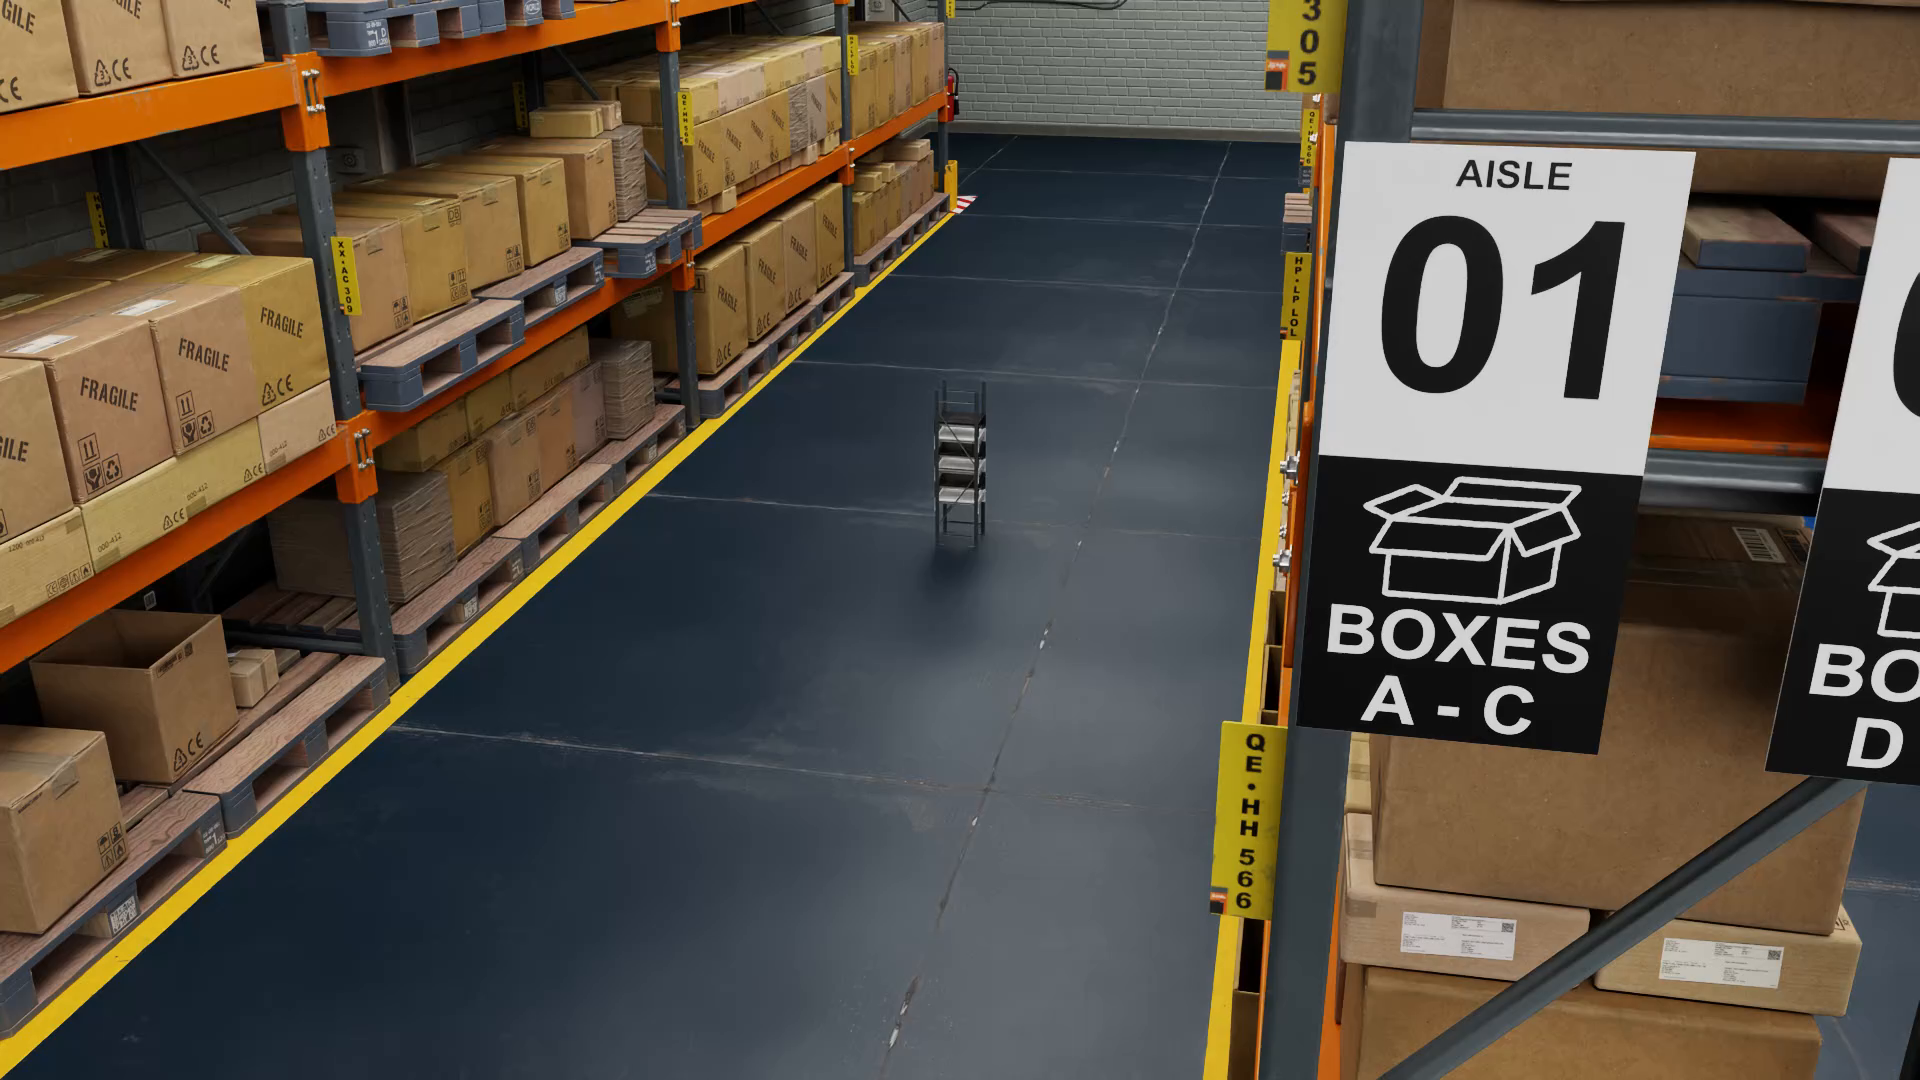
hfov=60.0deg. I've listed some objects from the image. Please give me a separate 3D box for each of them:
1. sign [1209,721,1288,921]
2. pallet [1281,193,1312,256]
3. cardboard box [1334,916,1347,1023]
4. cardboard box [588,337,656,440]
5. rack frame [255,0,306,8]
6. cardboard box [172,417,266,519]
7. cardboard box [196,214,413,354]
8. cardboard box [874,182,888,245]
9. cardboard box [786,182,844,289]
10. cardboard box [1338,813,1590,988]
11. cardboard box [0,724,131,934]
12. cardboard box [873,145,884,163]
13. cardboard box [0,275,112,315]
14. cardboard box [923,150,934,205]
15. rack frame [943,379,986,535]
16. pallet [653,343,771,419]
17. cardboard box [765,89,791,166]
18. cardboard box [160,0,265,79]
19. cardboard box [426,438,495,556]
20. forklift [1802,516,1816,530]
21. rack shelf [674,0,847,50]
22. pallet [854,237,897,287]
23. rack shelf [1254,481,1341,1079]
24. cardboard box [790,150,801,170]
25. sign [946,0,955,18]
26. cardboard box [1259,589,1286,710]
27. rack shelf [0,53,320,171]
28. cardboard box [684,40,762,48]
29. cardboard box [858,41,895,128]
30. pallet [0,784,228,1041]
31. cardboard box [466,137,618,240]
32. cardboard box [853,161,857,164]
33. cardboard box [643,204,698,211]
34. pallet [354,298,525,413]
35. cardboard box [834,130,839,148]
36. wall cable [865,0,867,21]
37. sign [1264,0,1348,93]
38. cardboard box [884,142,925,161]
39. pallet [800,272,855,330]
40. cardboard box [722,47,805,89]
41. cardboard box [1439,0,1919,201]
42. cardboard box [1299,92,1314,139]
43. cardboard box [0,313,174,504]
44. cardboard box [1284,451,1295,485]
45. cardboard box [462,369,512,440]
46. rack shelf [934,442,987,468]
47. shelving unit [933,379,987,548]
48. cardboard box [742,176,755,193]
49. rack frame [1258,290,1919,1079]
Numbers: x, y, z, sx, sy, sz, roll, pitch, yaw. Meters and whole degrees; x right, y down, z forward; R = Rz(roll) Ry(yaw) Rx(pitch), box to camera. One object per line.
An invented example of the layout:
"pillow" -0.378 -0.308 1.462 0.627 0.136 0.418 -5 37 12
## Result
"sign" 0.425 0.415 2.440 0.100 0.325 0.005 4 22 11
"pallet" 2.656 -1.981 10.515 1.213 0.211 1.003 4 22 11
"cardboard box" 1.164 0.700 3.466 0.700 0.500 0.500 5 22 12
"cardboard box" -2.360 -0.971 10.505 0.700 0.500 0.500 5 22 12
"rack frame" -3.080 -3.513 6.031 1.000 3.000 0.127 4 22 11
"cardboard box" -2.990 -0.292 6.238 0.500 0.250 0.500 5 22 11
"cardboard box" -2.943 -1.164 7.507 0.700 0.500 0.500 5 22 11
"cardboard box" -1.089 -3.141 15.920 0.700 0.500 0.500 4 22 10
"cardboard box" -1.453 -2.606 14.125 0.750 0.750 0.750 5 22 12
"cardboard box" 0.845 0.607 2.829 0.380 0.149 0.250 4 22 10
"cardboard box" -3.352 0.969 5.690 0.700 0.500 0.500 3 22 8
"cardboard box" -1.001 -3.976 17.126 0.380 0.149 0.250 5 22 11
"cardboard box" -3.490 -0.673 6.180 0.500 0.500 0.500 4 22 11
"cardboard box" -0.677 -3.891 17.783 0.700 0.500 0.500 4 22 11
"rack frame" 0.022 -0.458 9.285 0.240 0.900 0.006 4 22 11
"pallet" -2.029 -1.182 12.007 1.003 0.211 1.213 4 22 11
"cardboard box" -1.597 -3.108 12.497 0.500 0.500 0.500 5 22 12
"cardboard box" -2.942 -1.973 6.061 0.500 0.500 0.500 5 22 12
"cardboard box" -2.890 -0.238 8.687 0.700 0.500 0.500 4 22 10
"forklift" 5.511 -1.366 8.821 3.031 2.935 1.130 -11 24 -24
"rack shelf" -1.856 -3.982 12.174 1.077 0.370 4.000 4 22 11
"pallet" -1.216 -2.635 15.613 1.003 0.211 1.213 4 22 11
"rack shelf" 1.362 0.711 4.536 1.077 0.370 4.000 4 22 11
"cardboard box" -1.476 -3.033 13.178 0.380 0.149 0.250 4 22 11
"sign" -0.103 -5.720 17.673 0.100 0.325 0.005 4 22 11
"cardboard box" 1.369 0.524 6.151 0.500 0.500 0.500 4 22 11
"rack shelf" -3.488 -1.057 4.910 1.077 0.370 4.000 4 22 11
"cardboard box" -1.897 -3.857 13.354 0.500 0.250 0.500 5 22 12
"cardboard box" -1.167 -4.259 15.512 0.980 0.700 0.700 4 22 10
"pallet" -3.429 1.259 5.945 1.003 0.211 1.213 4 22 11
"cardboard box" -2.438 -2.065 9.742 0.700 0.500 0.500 2 22 6
"cardboard box" -1.208 -3.602 16.197 0.380 0.149 0.250 5 22 11
"cardboard box" -1.970 -2.189 11.083 0.380 0.149 0.250 4 22 10
"pallet" -2.782 -0.910 7.854 1.003 0.211 1.213 4 22 11
"cardboard box" -1.240 -3.404 14.099 0.380 0.149 0.250 5 22 11
"wall cable" -1.296 -6.131 19.201 0.084 1.984 1.851 4 22 11
"sign" 0.425 -0.703 1.990 0.100 0.325 0.005 4 22 11
"cardboard box" -0.576 -4.037 17.278 0.380 0.149 0.250 5 22 12
"pallet" -1.531 -2.075 14.223 1.003 0.211 1.213 4 22 11
"cardboard box" -1.511 -3.635 12.800 0.500 0.250 0.500 5 22 12
"cardboard box" 1.075 -0.800 2.422 0.797 0.503 0.637 6 23 15
"cardboard box" 3.087 -3.365 12.997 0.700 0.500 0.500 -3 22 -7
"cardboard box" -3.084 -0.455 5.639 0.500 0.500 0.500 4 22 9
"cardboard box" 1.882 -0.260 8.352 0.500 0.311 0.500 4 22 10
"cardboard box" -2.757 -0.745 8.942 0.500 0.250 0.500 4 22 9
"rack shelf" 0.002 -0.473 9.172 0.258 0.077 0.200 4 22 11
"shelving unit" 0.002 -0.420 9.193 0.258 0.900 0.210 4 22 11
"cardboard box" -1.735 -2.661 12.256 0.380 0.149 0.250 5 22 12
"rack frame" 0.954 1.109 2.585 1.000 3.000 0.127 4 22 11
